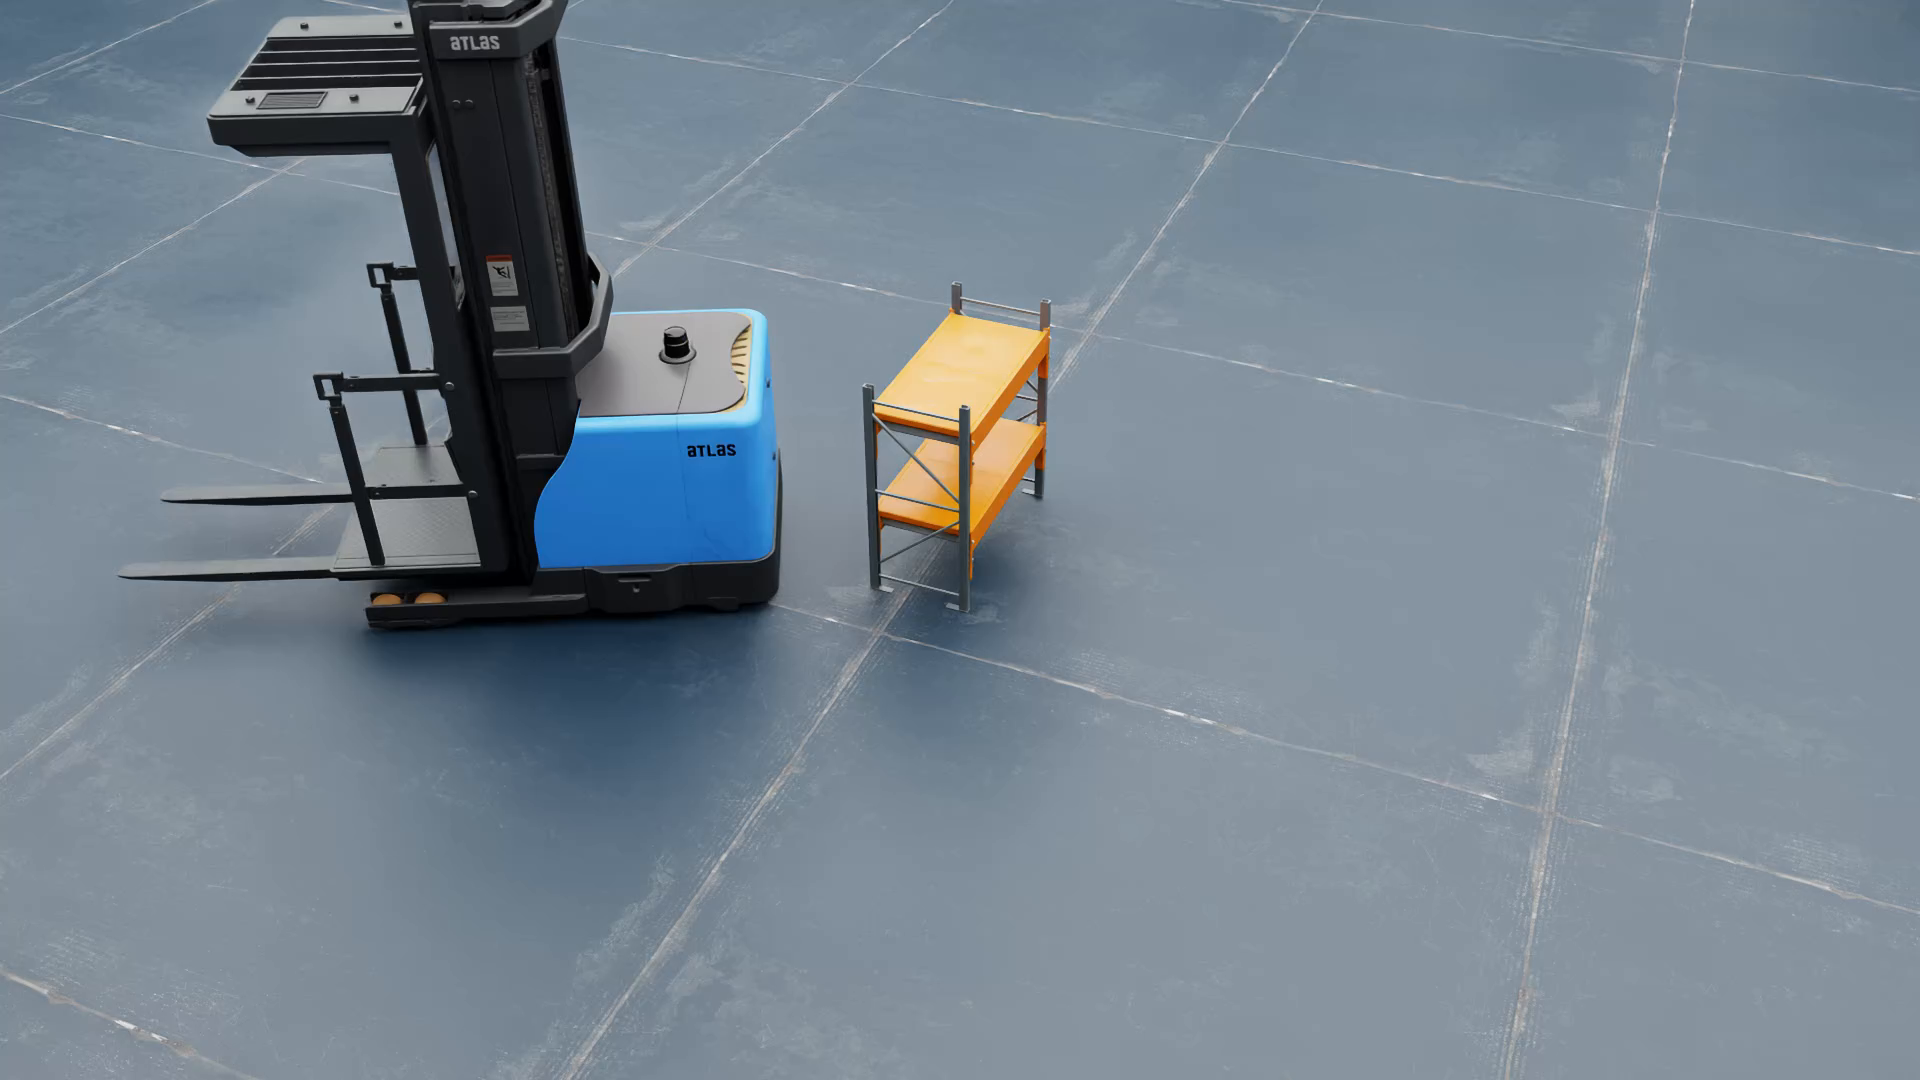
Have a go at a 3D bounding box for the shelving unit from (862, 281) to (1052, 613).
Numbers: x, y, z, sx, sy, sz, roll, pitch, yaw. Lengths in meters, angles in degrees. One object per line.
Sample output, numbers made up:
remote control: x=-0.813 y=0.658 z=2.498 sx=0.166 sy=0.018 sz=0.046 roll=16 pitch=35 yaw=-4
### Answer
shelving unit: x=0.003 y=-0.454 z=7.918 sx=0.538 sy=1.125 sz=1.048 roll=14 pitch=39 yaw=18

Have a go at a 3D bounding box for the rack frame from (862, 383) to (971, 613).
rack frame: x=-0.191 y=-0.173 z=7.542 sx=0.500 sy=1.125 sz=0.032 roll=14 pitch=39 yaw=18

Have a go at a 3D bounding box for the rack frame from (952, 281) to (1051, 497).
rack frame: x=0.196 y=-0.736 z=8.295 sx=0.500 sy=1.125 sz=0.032 roll=14 pitch=39 yaw=18

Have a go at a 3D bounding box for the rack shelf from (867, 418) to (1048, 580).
rack shelf: x=0.003 y=-0.258 z=8.065 sx=0.538 sy=0.278 sz=1.000 roll=14 pitch=39 yaw=18

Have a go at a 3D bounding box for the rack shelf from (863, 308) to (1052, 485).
rack shelf: x=0.003 y=-0.689 z=7.743 sx=0.538 sy=0.278 sz=1.000 roll=14 pitch=39 yaw=18

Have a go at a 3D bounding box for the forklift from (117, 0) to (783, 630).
forklift: x=-2.393 y=-1.086 z=7.255 sx=3.031 sy=2.935 sz=1.130 roll=-2 pitch=37 yaw=-3
